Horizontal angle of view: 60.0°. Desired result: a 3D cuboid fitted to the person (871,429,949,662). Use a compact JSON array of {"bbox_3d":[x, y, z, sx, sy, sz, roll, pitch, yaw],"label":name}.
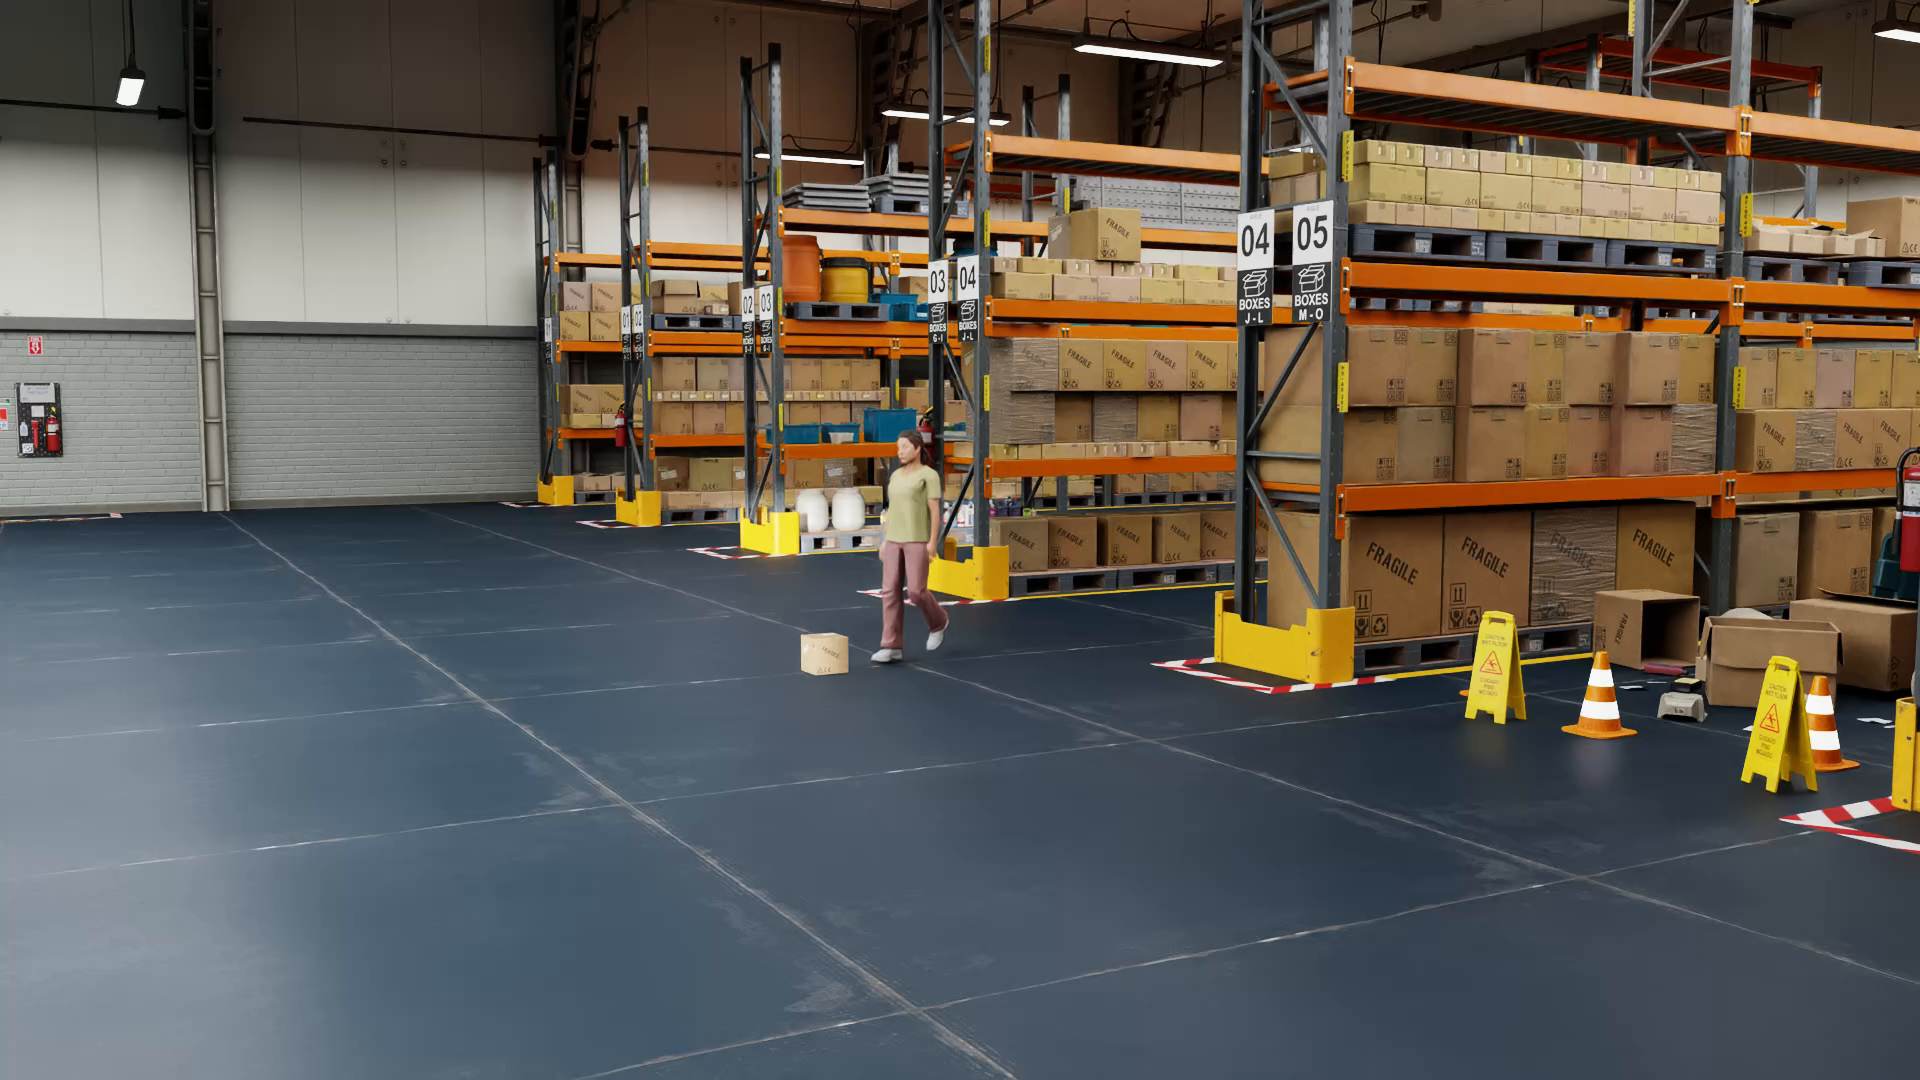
[{"bbox_3d":[-0.370,0.029,12.032,0.464,1.658,0.710,3,6,32],"label":"person"}]
